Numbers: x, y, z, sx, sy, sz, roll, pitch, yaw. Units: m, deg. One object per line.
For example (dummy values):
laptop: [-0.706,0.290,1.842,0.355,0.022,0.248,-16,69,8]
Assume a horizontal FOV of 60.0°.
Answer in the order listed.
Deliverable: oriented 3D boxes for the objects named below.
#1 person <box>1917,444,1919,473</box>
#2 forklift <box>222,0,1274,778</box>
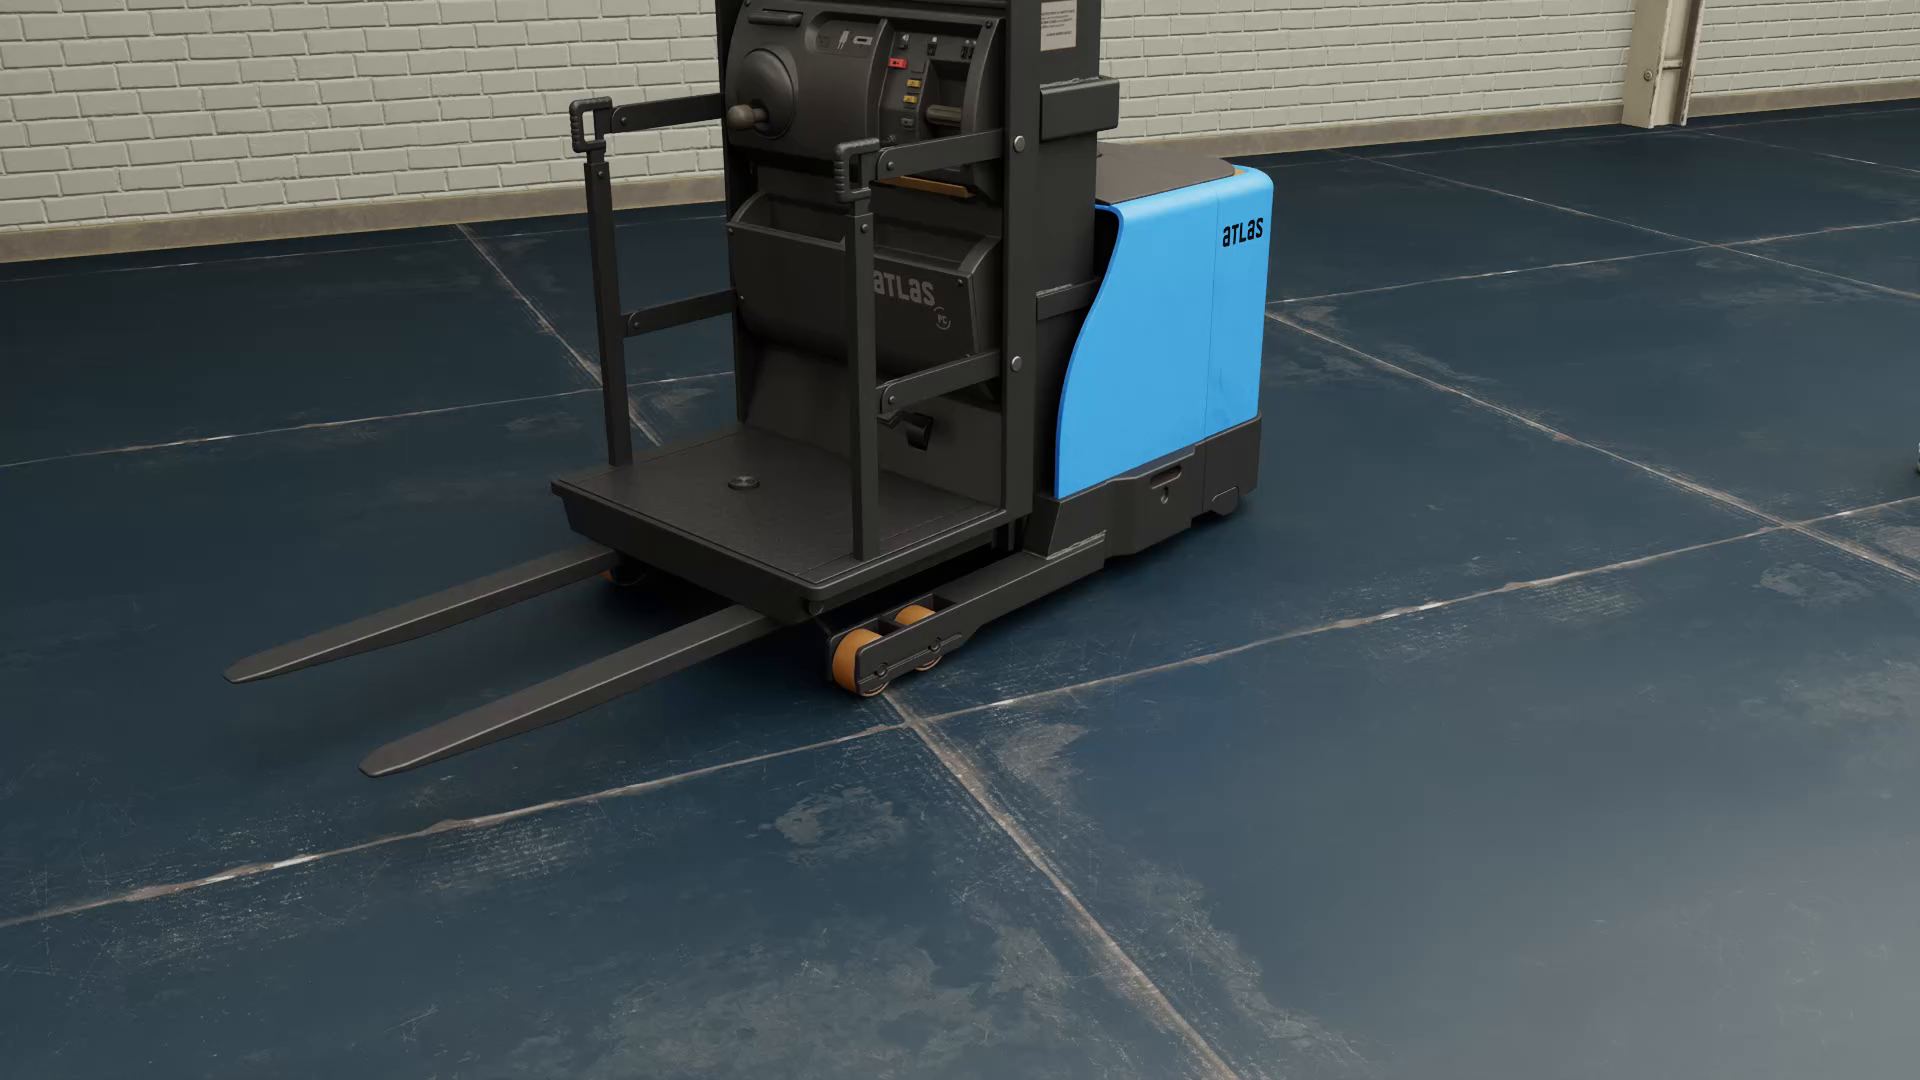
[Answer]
person: [3.400,-1.013,5.231,0.454,1.779,0.609,-3,23,-7]
forklift: [-0.413,-1.182,4.131,1.130,2.935,3.031,19,29,39]
